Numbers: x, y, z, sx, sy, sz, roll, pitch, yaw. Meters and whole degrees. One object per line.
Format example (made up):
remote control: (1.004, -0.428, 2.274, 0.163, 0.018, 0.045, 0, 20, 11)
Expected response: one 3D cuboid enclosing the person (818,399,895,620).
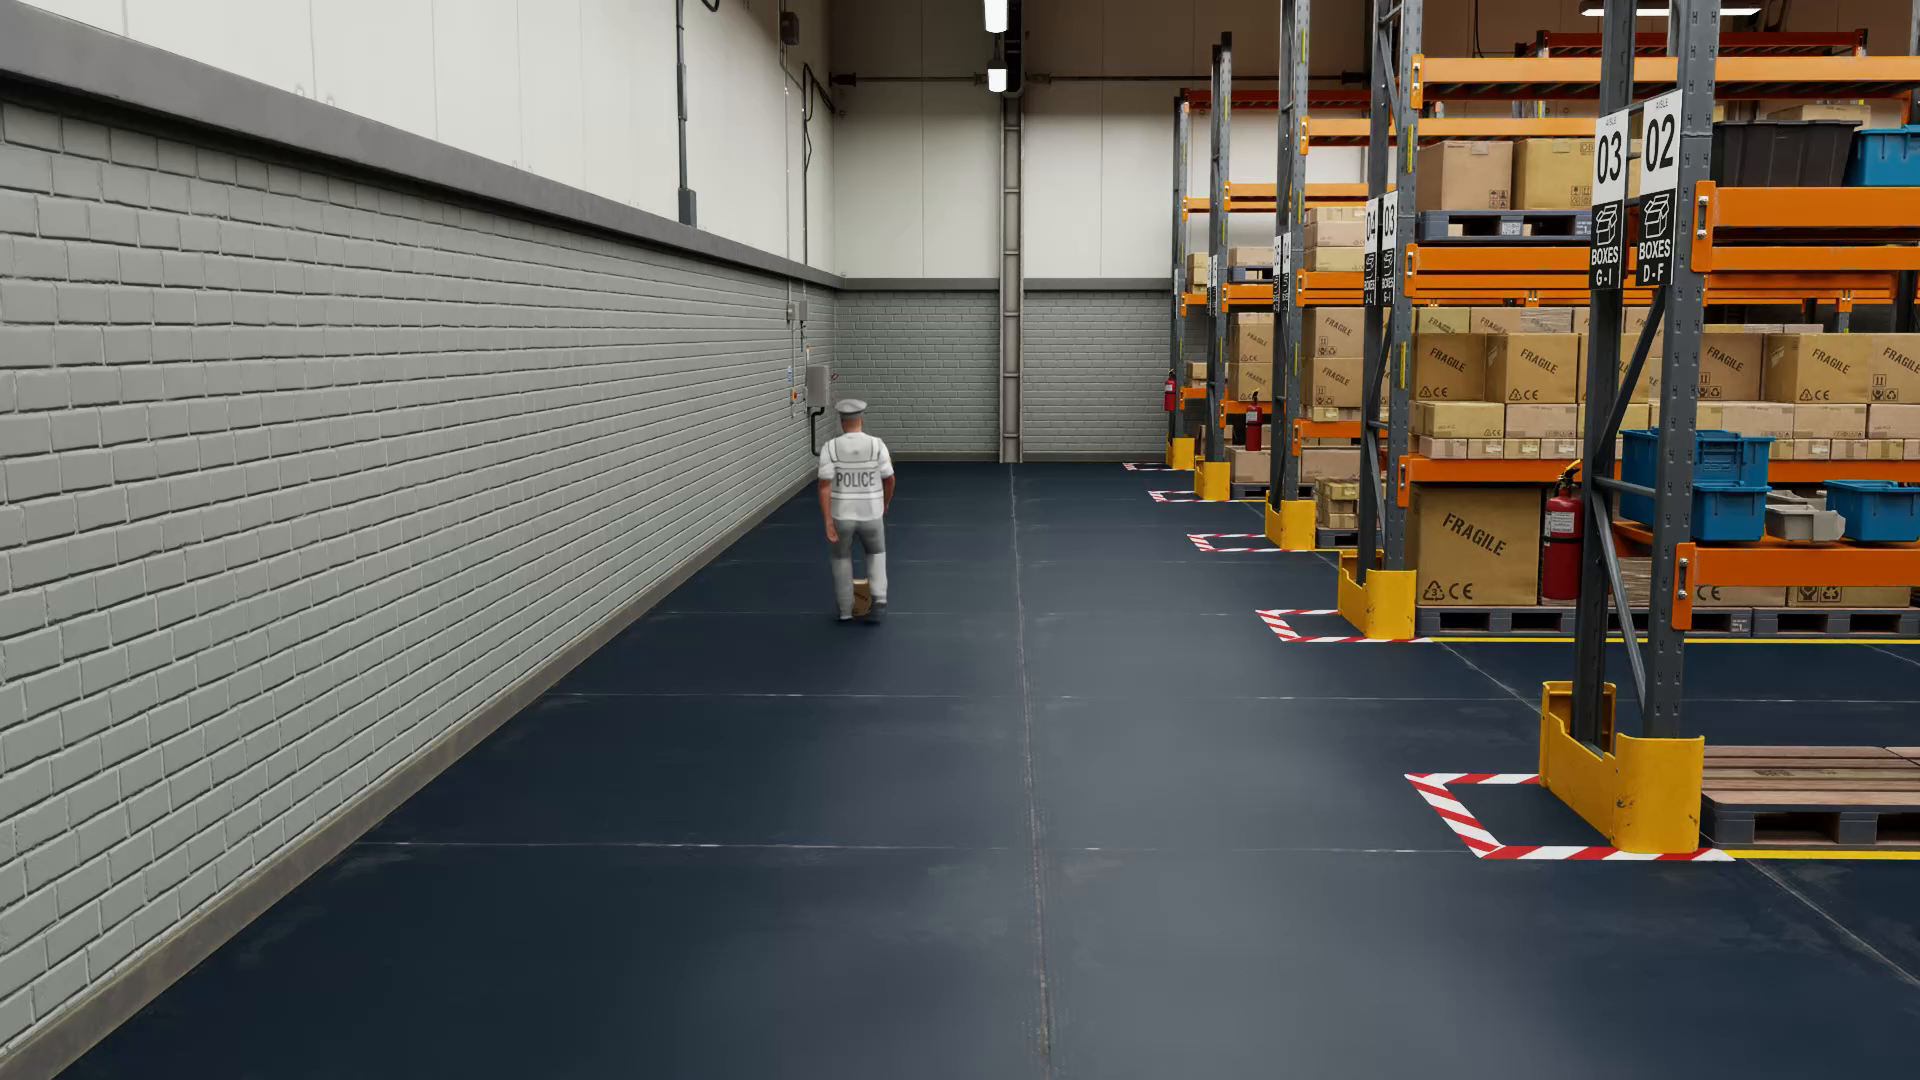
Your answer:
person: (-0.793, -0.206, 12.650, 0.582, 1.742, 0.641, -1, 7, -7)
